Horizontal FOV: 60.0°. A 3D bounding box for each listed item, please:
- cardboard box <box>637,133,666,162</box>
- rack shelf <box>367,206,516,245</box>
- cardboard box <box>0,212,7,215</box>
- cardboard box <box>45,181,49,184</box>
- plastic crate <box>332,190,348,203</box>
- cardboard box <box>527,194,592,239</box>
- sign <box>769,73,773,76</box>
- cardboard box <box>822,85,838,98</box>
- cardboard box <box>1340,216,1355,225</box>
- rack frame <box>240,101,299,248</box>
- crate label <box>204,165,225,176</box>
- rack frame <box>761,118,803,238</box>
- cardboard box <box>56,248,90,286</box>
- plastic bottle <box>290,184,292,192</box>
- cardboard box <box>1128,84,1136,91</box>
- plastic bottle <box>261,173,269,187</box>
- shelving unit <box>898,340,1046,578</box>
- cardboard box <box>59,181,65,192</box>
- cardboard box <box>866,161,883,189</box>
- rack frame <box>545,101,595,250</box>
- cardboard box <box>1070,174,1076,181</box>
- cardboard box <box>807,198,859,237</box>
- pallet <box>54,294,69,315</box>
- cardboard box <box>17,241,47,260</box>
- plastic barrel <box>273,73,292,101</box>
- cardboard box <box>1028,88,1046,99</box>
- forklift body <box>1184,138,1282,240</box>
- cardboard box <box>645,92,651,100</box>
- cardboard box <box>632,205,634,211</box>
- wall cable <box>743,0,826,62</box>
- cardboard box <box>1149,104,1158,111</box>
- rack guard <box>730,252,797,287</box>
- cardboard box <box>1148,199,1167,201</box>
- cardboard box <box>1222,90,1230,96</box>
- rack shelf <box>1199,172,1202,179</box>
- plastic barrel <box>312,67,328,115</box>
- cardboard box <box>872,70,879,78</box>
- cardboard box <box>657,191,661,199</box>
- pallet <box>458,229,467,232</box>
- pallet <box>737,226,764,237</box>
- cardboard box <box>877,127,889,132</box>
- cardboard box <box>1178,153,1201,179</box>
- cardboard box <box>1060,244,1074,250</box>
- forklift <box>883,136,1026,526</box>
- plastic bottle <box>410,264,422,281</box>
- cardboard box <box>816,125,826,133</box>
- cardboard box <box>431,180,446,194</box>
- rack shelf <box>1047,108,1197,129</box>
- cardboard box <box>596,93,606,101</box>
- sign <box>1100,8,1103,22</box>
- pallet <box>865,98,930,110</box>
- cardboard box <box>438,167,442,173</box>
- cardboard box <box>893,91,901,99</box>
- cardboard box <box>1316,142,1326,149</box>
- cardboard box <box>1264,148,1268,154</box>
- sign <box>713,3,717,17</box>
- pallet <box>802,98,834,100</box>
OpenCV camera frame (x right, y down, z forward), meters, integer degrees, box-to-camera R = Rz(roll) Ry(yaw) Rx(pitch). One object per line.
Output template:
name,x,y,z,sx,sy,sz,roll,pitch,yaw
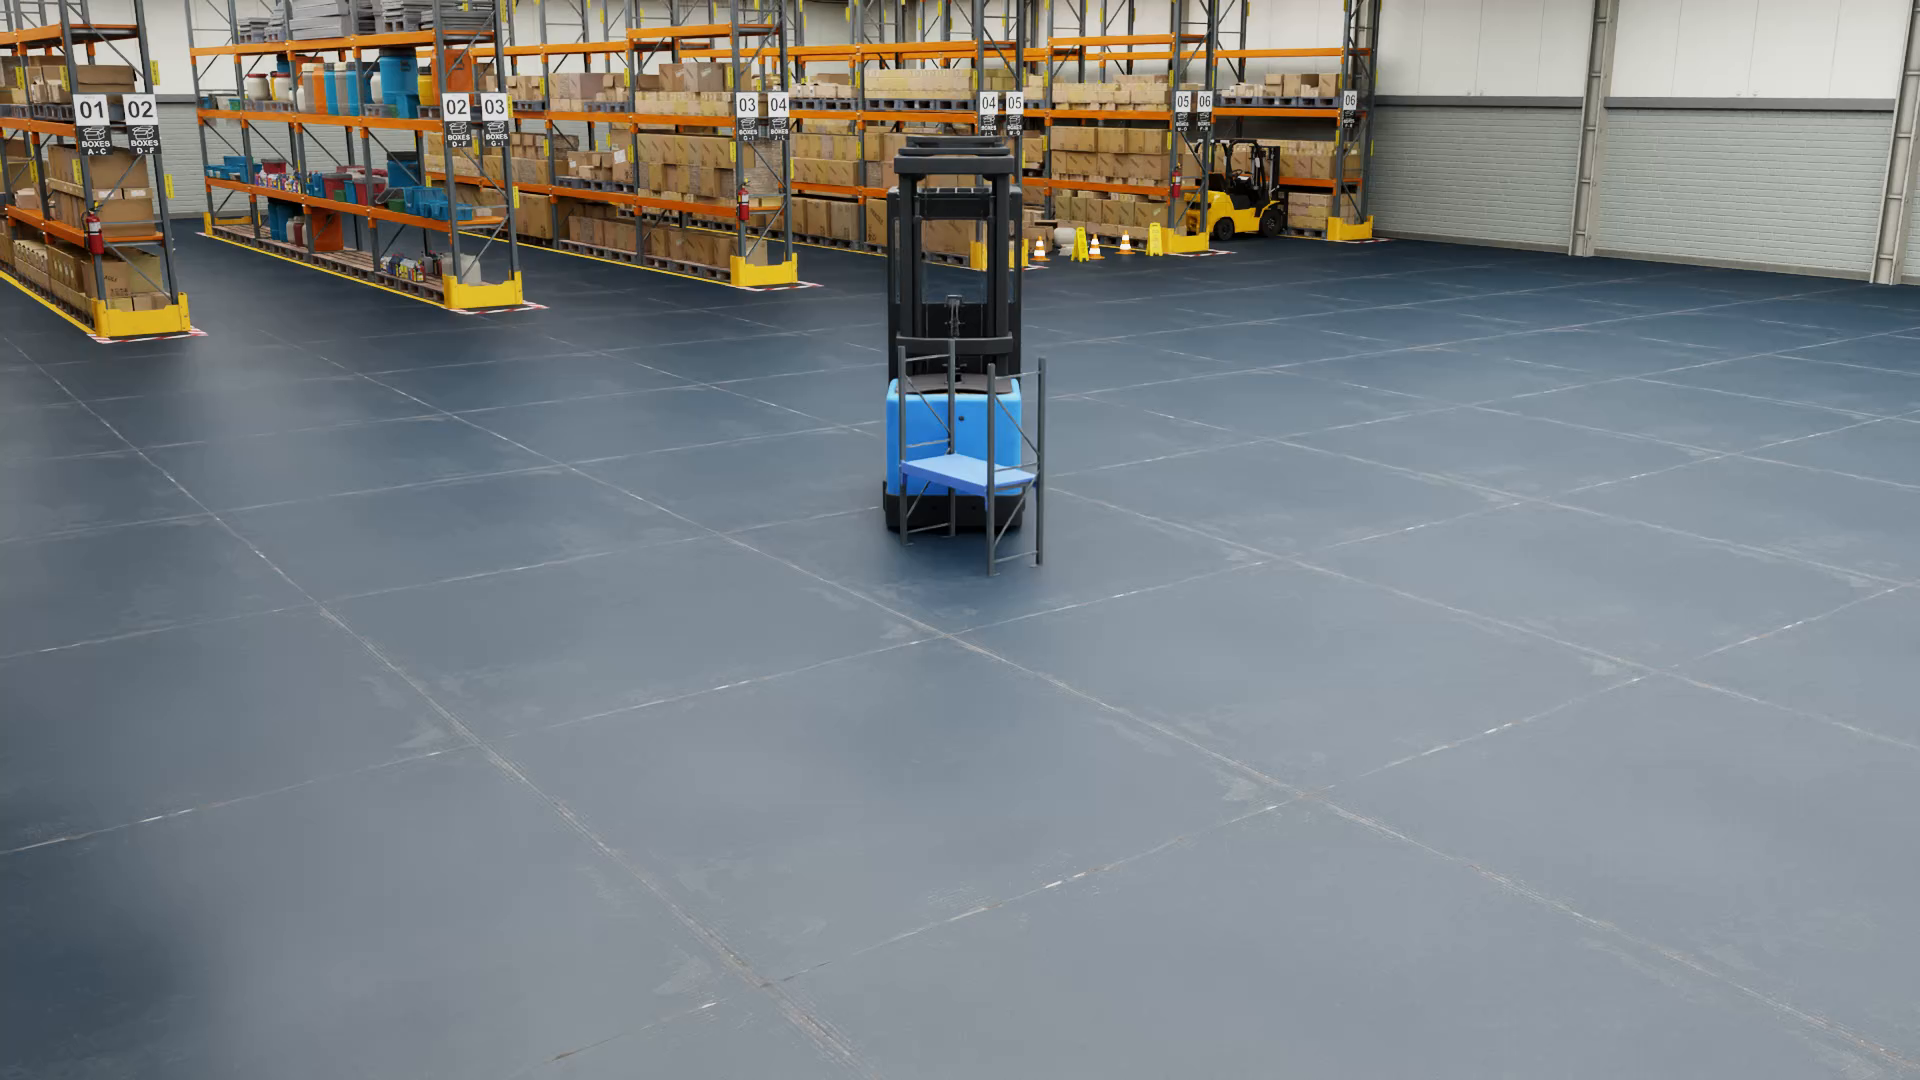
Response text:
cardboard box,-5.633,-7.264,30.788,0.500,0.500,0.500,-11,19,-35
rack shelf,-8.523,-5.183,27.193,1.077,0.370,4.000,-11,19,-35
cardboard box,-20.244,-6.680,35.202,0.500,0.500,0.500,-11,19,-35
cardboard box,-14.750,-5.623,27.249,0.500,0.500,0.500,-11,19,-34
plastic crate,-10.951,-6.183,29.885,0.450,0.188,0.662,-11,19,-35
cardboard box,-8.433,-6.908,35.363,1.225,0.875,0.875,-12,19,-37
sign,-5.185,-12.648,45.618,0.100,0.325,0.005,-11,19,-35
cardboard box,-2.525,-9.329,34.595,0.500,0.250,0.500,-11,19,-35
cardboard box,8.558,-7.193,37.586,0.500,0.250,0.500,-11,19,-34
rack frame,-14.403,-7.665,34.900,1.000,3.000,0.127,-11,19,-35
crate label,-16.876,-8.364,37.656,0.416,0.233,0.303,-11,19,-35
rack frame,-3.973,-8.328,37.322,1.000,3.000,0.127,-11,19,-35
cardboard box,-13.100,-4.066,24.741,0.500,0.500,0.500,-11,19,-35
plastic bottle,-12.994,-6.874,32.387,0.097,0.201,0.097,0,15,0
cardboard box,3.707,-9.375,34.429,0.380,0.149,0.250,-11,19,-35
plastic bottle,-14.223,-7.369,34.054,0.152,0.276,0.135,-11,19,-35
shelving unit,0.074,-0.607,11.951,0.538,1.500,1.048,-12,19,-37
cardboard box,-13.105,-5.245,24.638,0.380,0.149,0.250,-12,19,-36
cardboard box,-1.394,-7.469,33.901,0.875,0.550,0.550,-11,19,-35
rack frame,-8.044,-7.580,34.588,1.000,3.000,0.127,-11,19,-35
cardboard box,2.621,-7.928,36.335,0.380,0.149,0.250,-11,19,-35
cardboard box,-2.623,-6.917,35.631,1.050,0.750,0.750,-11,19,-35
pallet,-13.274,-3.668,25.576,1.003,0.211,1.213,-11,19,-35
cardboard box,-15.674,-4.922,28.226,0.500,0.311,0.500,-11,19,-36
plastic barrel,-13.215,-8.881,32.608,0.433,0.535,0.433,0,15,0
cardboard box,1.863,-9.943,37.029,0.500,0.250,0.500,-11,19,-36
forklift body,6.098,-7.893,37.342,2.313,2.155,1.214,-11,19,-35
cardboard box,-5.539,-8.129,30.441,0.380,0.149,0.250,-12,19,-37
cardboard box,-8.194,-8.536,42.685,0.380,0.149,0.250,-11,19,-34
wall cable,-5.419,-15.449,51.906,2.988,3.039,0.133,-11,19,-35
cardboard box,4.067,-8.816,33.899,0.380,0.149,0.250,-11,19,-34
rack guard,-3.385,-4.682,28.736,1.175,0.500,0.348,-11,19,-35
cardboard box,4.099,-6.979,35.385,0.500,0.500,0.500,-12,19,-37
cardboard box,6.355,-10.469,38.952,0.380,0.149,0.250,-10,18,-33
rack shelf,5.160,-9.115,41.561,1.077,0.370,4.000,-11,19,-35
plastic barrel,-11.359,-8.116,30.053,0.600,0.830,0.708,-11,19,-35
cardboard box,-1.531,-9.250,32.989,0.380,0.149,0.250,-11,19,-35
cardboard box,-5.349,-6.356,30.591,0.380,0.149,0.250,-11,19,-35
pallet,-11.502,-7.524,39.667,1.003,0.211,1.213,-11,19,-35
pallet,-4.431,-7.150,38.301,1.003,0.211,1.213,-11,19,-35
cardboard box,-1.740,-10.152,41.904,0.500,0.500,0.500,-11,19,-36
cardboard box,4.621,-7.746,34.441,0.500,0.500,0.500,-11,19,-35
cardboard box,2.271,-6.001,34.220,0.380,0.149,0.250,-2,15,-6
forklift,-0.044,-1.851,13.786,1.130,2.935,3.031,0,15,0
plastic bottle,-8.907,-4.383,27.236,0.152,0.276,0.135,-11,19,-34
cardboard box,-3.480,-10.777,44.188,0.500,0.500,0.500,-11,19,-34
cardboard box,-12.307,-8.342,40.601,0.875,0.875,0.875,-11,19,-35
rack shelf,3.500,-8.937,35.226,1.077,0.370,4.000,-11,19,-35
cardboard box,-6.876,-8.647,32.453,0.380,0.166,0.250,-12,19,-36
sign,3.551,-13.185,41.785,0.100,0.325,0.005,-11,19,-35
pallet,-1.148,-8.702,33.173,1.003,0.211,1.213,-11,19,-35
cardboard box,-12.201,-8.821,39.598,0.380,0.149,0.250,-11,19,-36
cardboard box,-1.082,-8.703,32.500,0.380,0.149,0.250,-11,19,-35
cardboard box,8.137,-8.777,36.981,0.380,0.149,0.250,-11,19,-34
cardboard box,7.204,-8.954,38.191,0.380,0.149,0.250,-11,19,-36
sign,-5.879,-12.690,39.826,0.100,0.325,0.005,-11,19,-35
pallet,-3.566,-11.813,44.540,1.003,0.211,1.213,-11,19,-35
